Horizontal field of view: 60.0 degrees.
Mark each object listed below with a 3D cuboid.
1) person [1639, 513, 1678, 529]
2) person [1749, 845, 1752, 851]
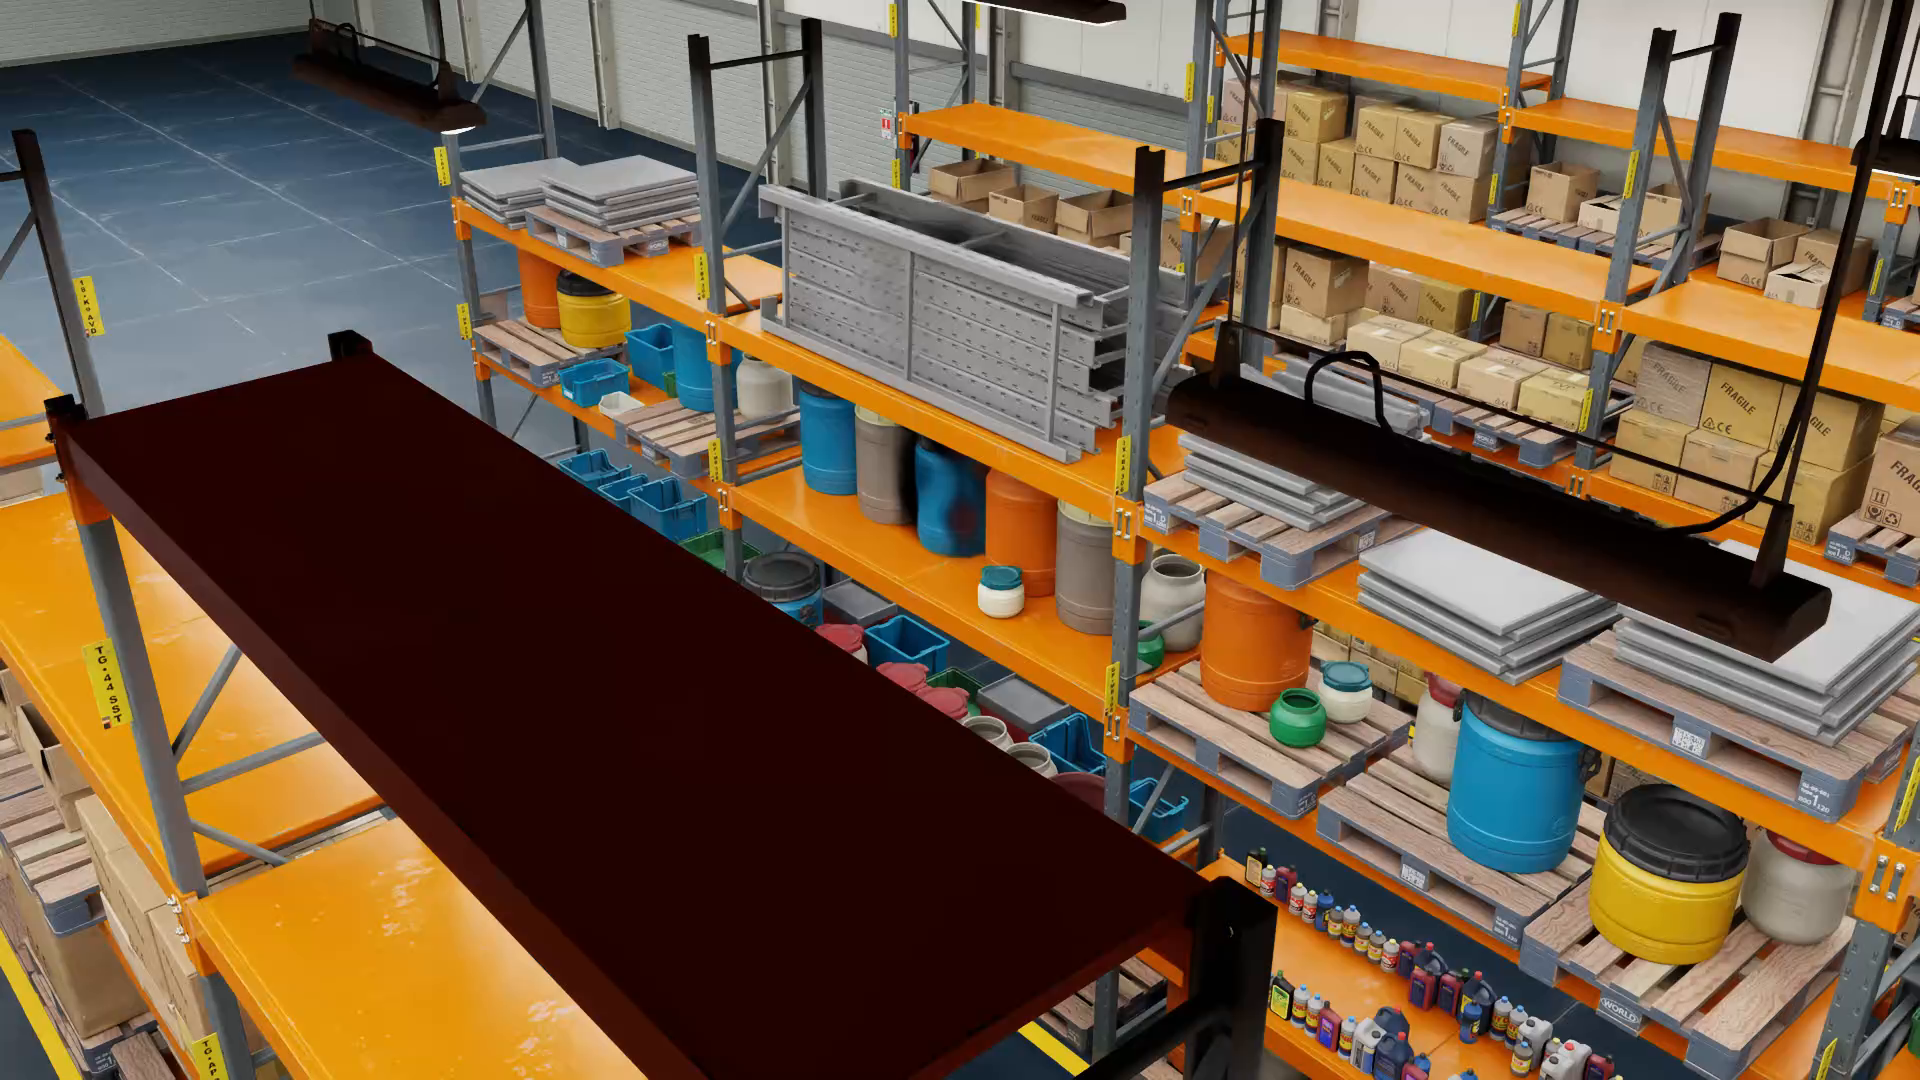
[{"bbox_3d":[6.840,-0.128,16.071,0.647,1.601,0.567,15,31,27],"label":"person"},{"bbox_3d":[5.514,2.415,11.008,0.618,1.770,0.730,-21,34,-36],"label":"person"}]
